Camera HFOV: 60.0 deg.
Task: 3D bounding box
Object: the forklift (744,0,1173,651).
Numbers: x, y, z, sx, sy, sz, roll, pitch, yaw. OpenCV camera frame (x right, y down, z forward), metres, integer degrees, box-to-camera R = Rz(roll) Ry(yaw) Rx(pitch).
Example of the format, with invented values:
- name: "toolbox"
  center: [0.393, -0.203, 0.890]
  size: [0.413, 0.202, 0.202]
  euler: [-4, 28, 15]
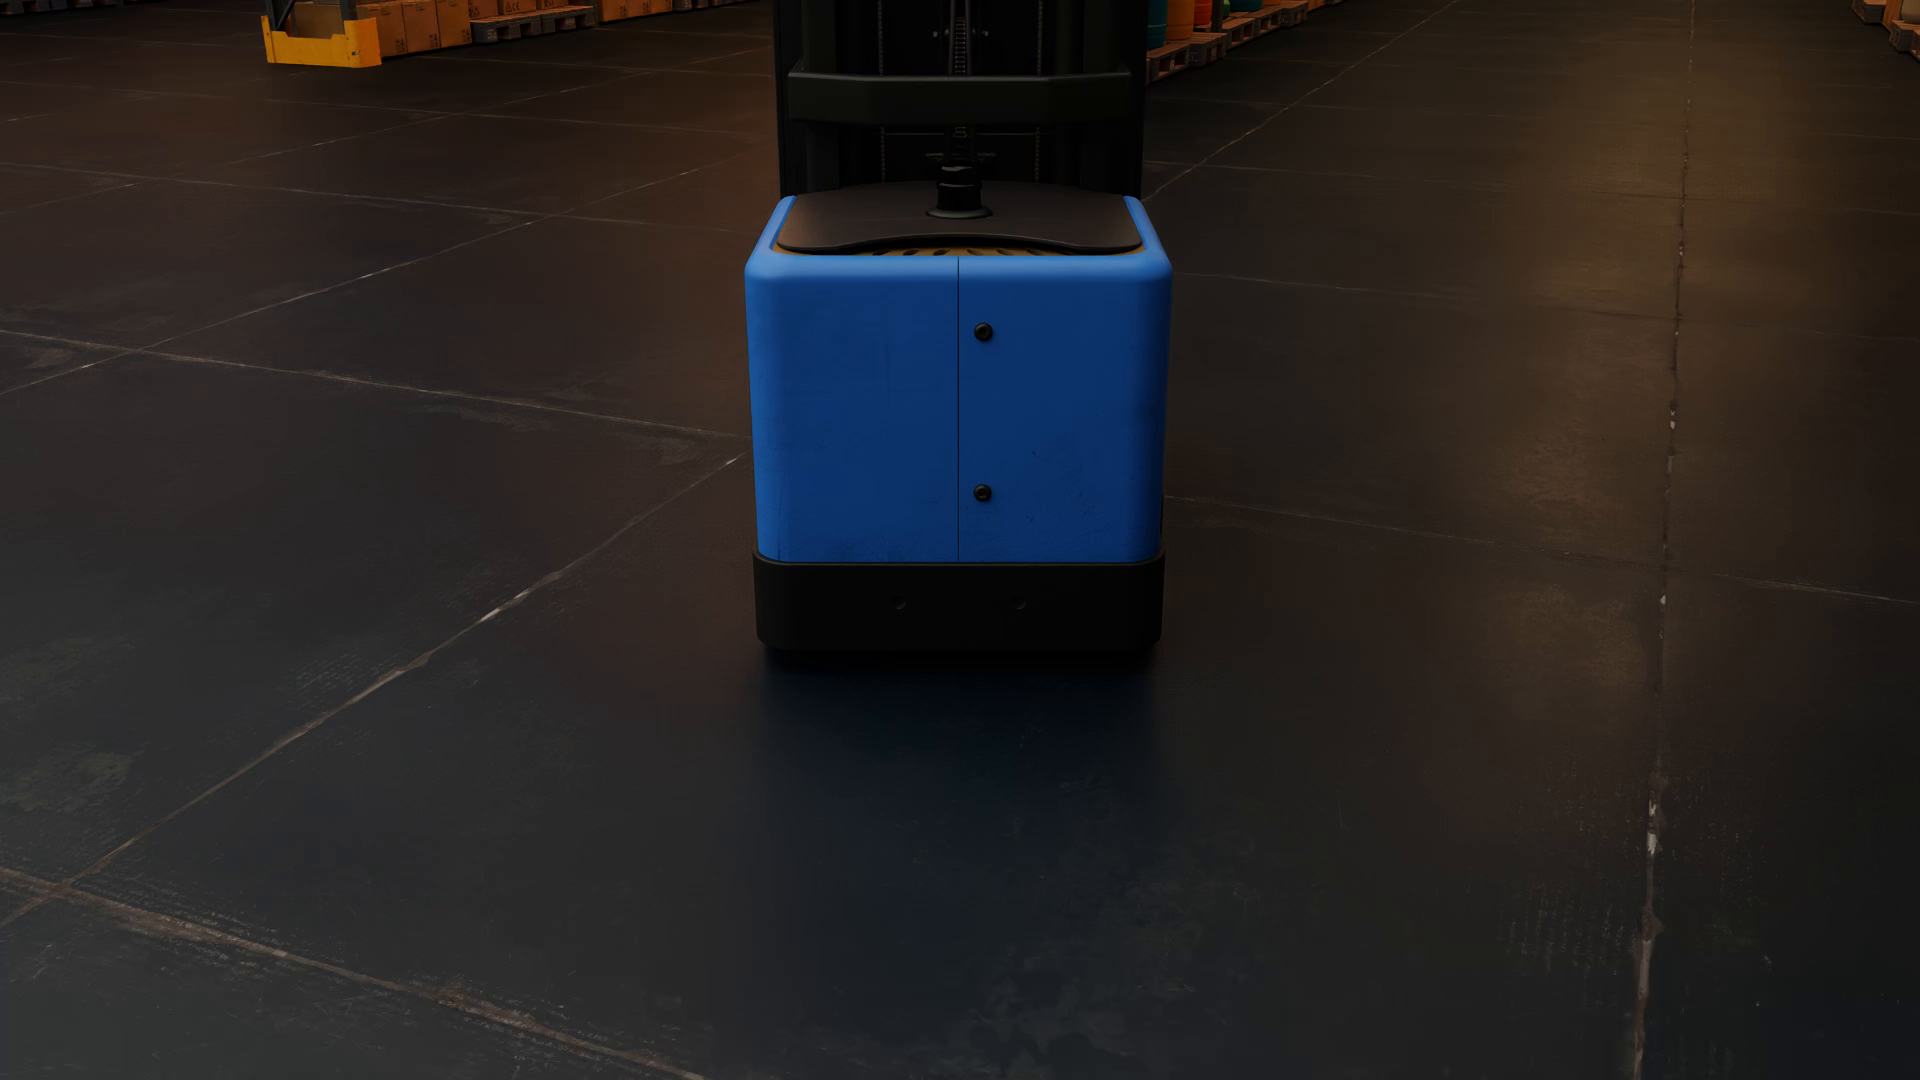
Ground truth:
- name: "forklift"
  center: [0.002, -1.587, 5.089]
  size: [1.130, 2.935, 3.031]
  euler: [0, 23, 0]
